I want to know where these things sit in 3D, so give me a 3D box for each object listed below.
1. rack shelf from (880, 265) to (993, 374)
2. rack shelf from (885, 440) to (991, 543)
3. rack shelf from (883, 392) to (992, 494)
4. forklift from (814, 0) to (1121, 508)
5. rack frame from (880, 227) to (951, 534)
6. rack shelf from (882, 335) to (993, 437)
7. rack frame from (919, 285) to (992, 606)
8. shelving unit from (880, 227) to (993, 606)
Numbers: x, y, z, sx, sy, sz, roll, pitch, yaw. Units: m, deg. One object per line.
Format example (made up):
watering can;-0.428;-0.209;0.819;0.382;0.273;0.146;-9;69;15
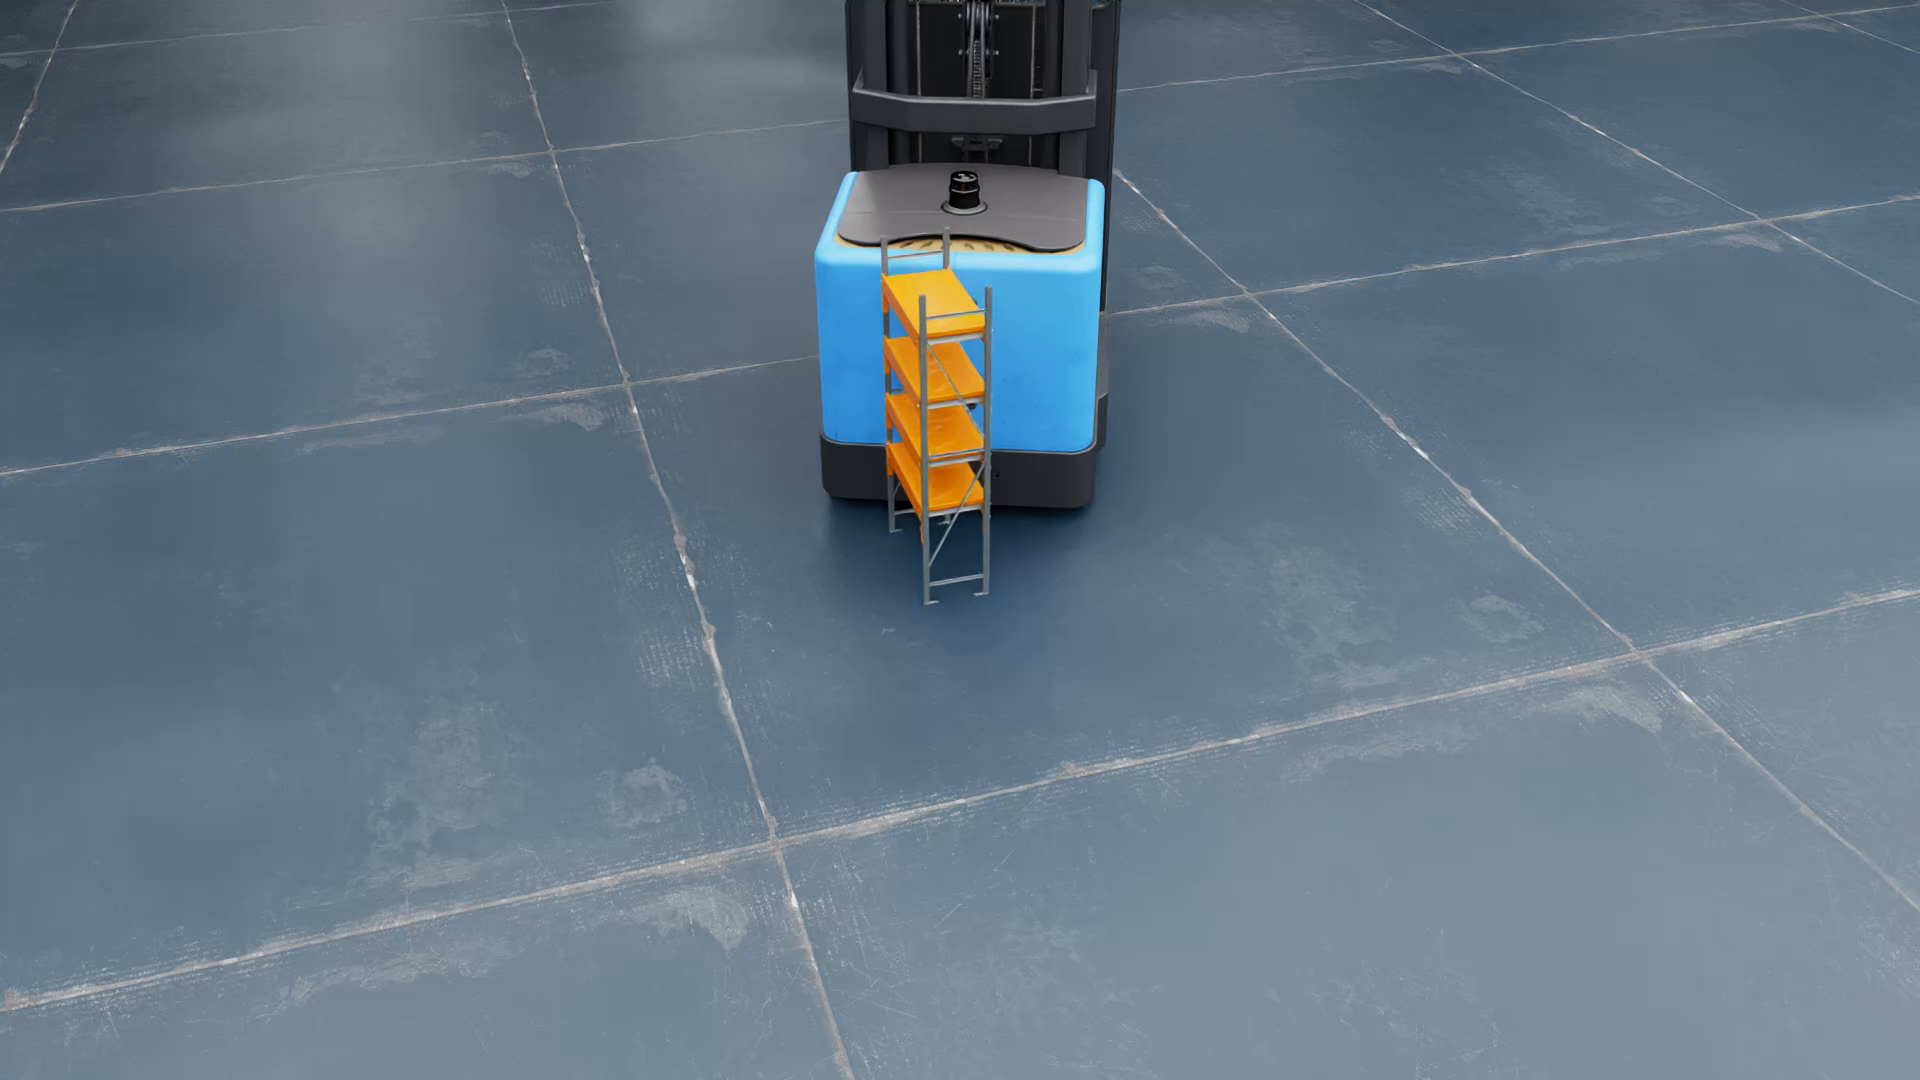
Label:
rack shelf;-0.083;-0.746;5.578;0.258;0.148;0.480;-9;35;-14
rack shelf;-0.083;-0.196;5.941;0.258;0.148;0.480;-9;35;-14
rack shelf;-0.083;-0.362;5.831;0.258;0.148;0.480;-9;35;-14
forklift;0.112;-2.134;6.820;1.130;2.935;3.031;3;34;4
rack frame;-0.153;-0.547;5.989;0.240;1.200;0.015;-9;35;-14
rack shelf;-0.083;-0.549;5.708;0.258;0.148;0.480;-9;35;-14
rack frame;-0.014;-0.289;5.599;0.240;1.200;0.015;-9;35;-14
shelving unit;-0.083;-0.418;5.794;0.258;1.200;0.503;-9;35;-14
